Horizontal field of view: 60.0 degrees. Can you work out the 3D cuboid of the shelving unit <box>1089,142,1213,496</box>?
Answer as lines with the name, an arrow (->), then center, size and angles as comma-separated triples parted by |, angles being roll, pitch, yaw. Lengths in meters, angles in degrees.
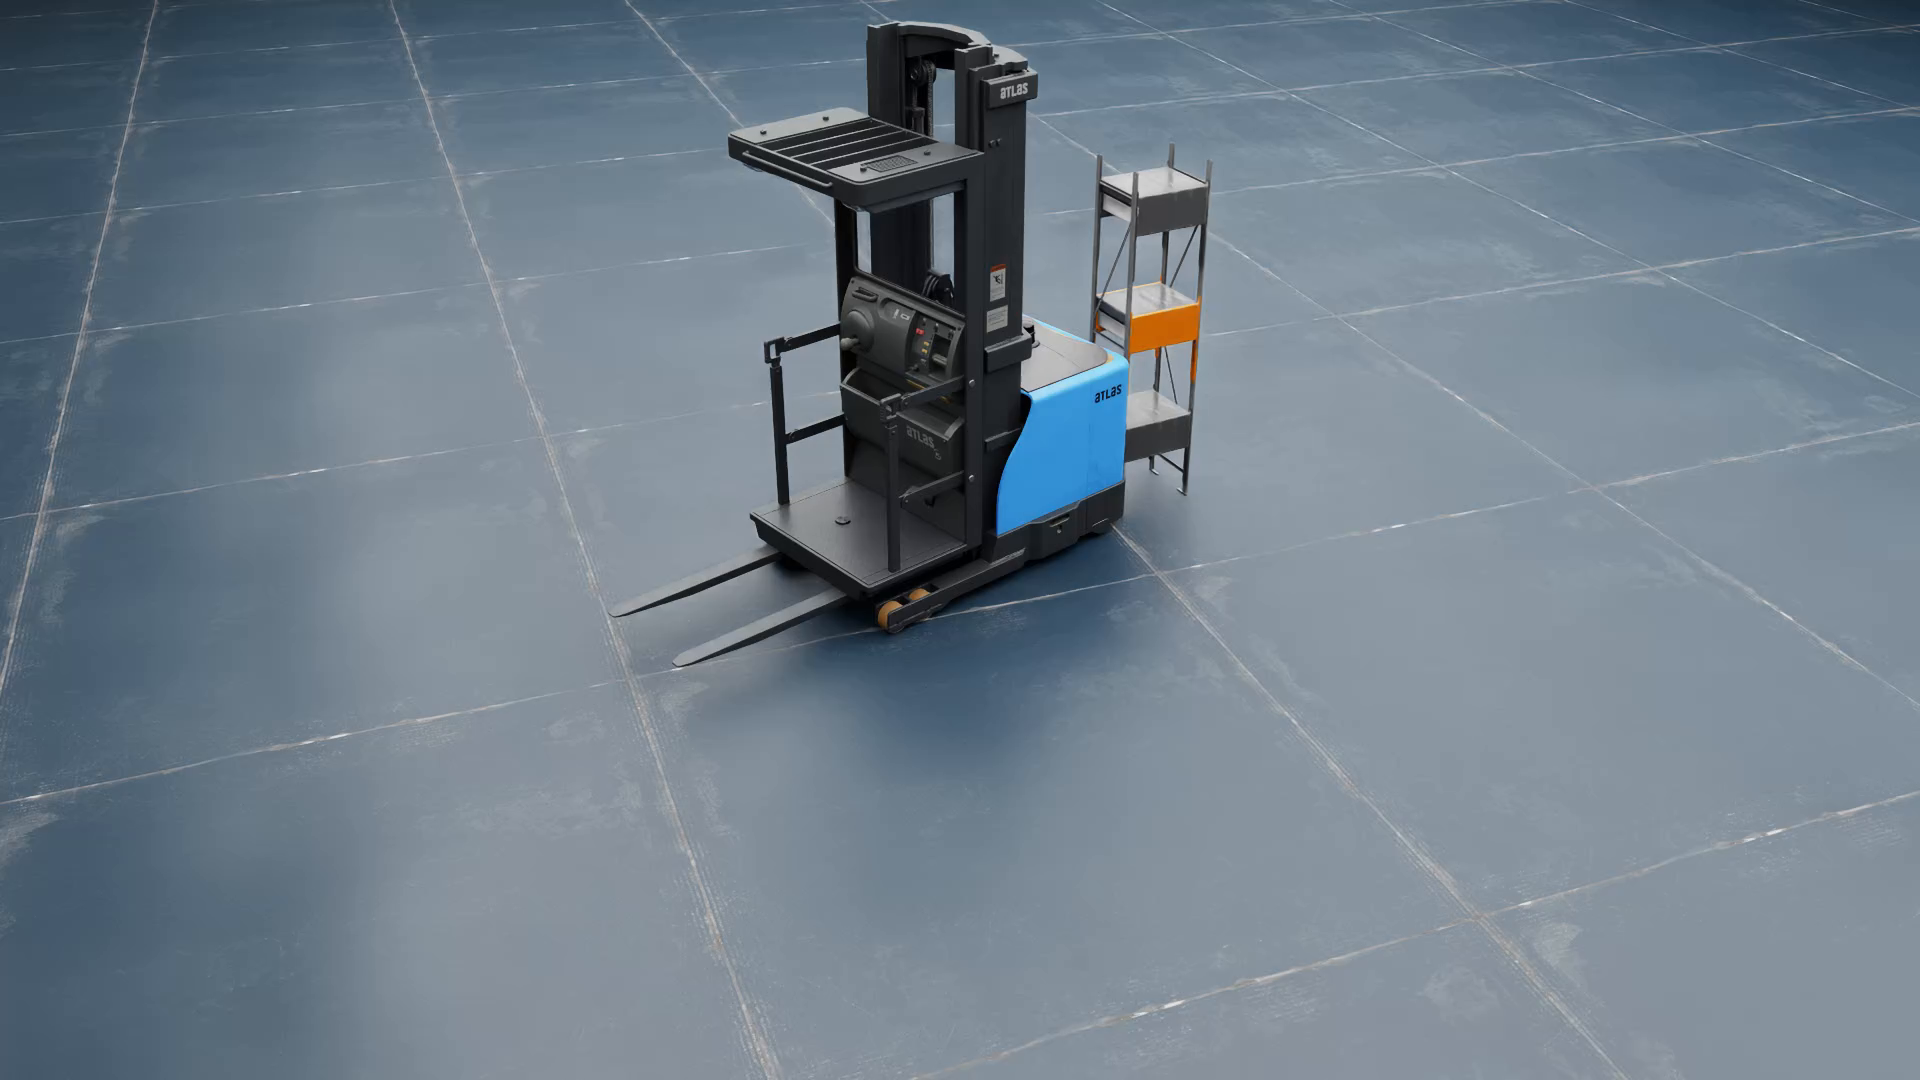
shelving unit -> 1.082, -1.216, 9.763 | 0.503, 2.100, 0.431 | -15, 33, -24

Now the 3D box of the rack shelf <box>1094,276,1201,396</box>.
rack shelf -> 1.082, -1.204, 9.770 | 0.480, 0.518, 0.431 | -15, 33, -24

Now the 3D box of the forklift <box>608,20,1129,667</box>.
forklift -> -0.471, -1.071, 8.669 | 3.031, 2.935, 1.130 | -23, 37, -35

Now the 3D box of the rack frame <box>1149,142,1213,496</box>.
rack frame -> 1.297, -1.273, 9.863 | 0.015, 2.100, 0.400 | -15, 33, -24

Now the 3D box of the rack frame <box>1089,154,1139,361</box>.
rack frame -> 0.867, -1.159, 9.663 | 0.015, 2.100, 0.400 | -15, 33, -24

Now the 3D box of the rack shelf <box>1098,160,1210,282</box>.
rack shelf -> 1.082, -1.812, 9.423 | 0.480, 0.518, 0.431 | -15, 33, -24

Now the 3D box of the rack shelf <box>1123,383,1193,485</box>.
rack shelf -> 1.082, -0.596, 10.116 | 0.480, 0.518, 0.431 | -15, 33, -24
